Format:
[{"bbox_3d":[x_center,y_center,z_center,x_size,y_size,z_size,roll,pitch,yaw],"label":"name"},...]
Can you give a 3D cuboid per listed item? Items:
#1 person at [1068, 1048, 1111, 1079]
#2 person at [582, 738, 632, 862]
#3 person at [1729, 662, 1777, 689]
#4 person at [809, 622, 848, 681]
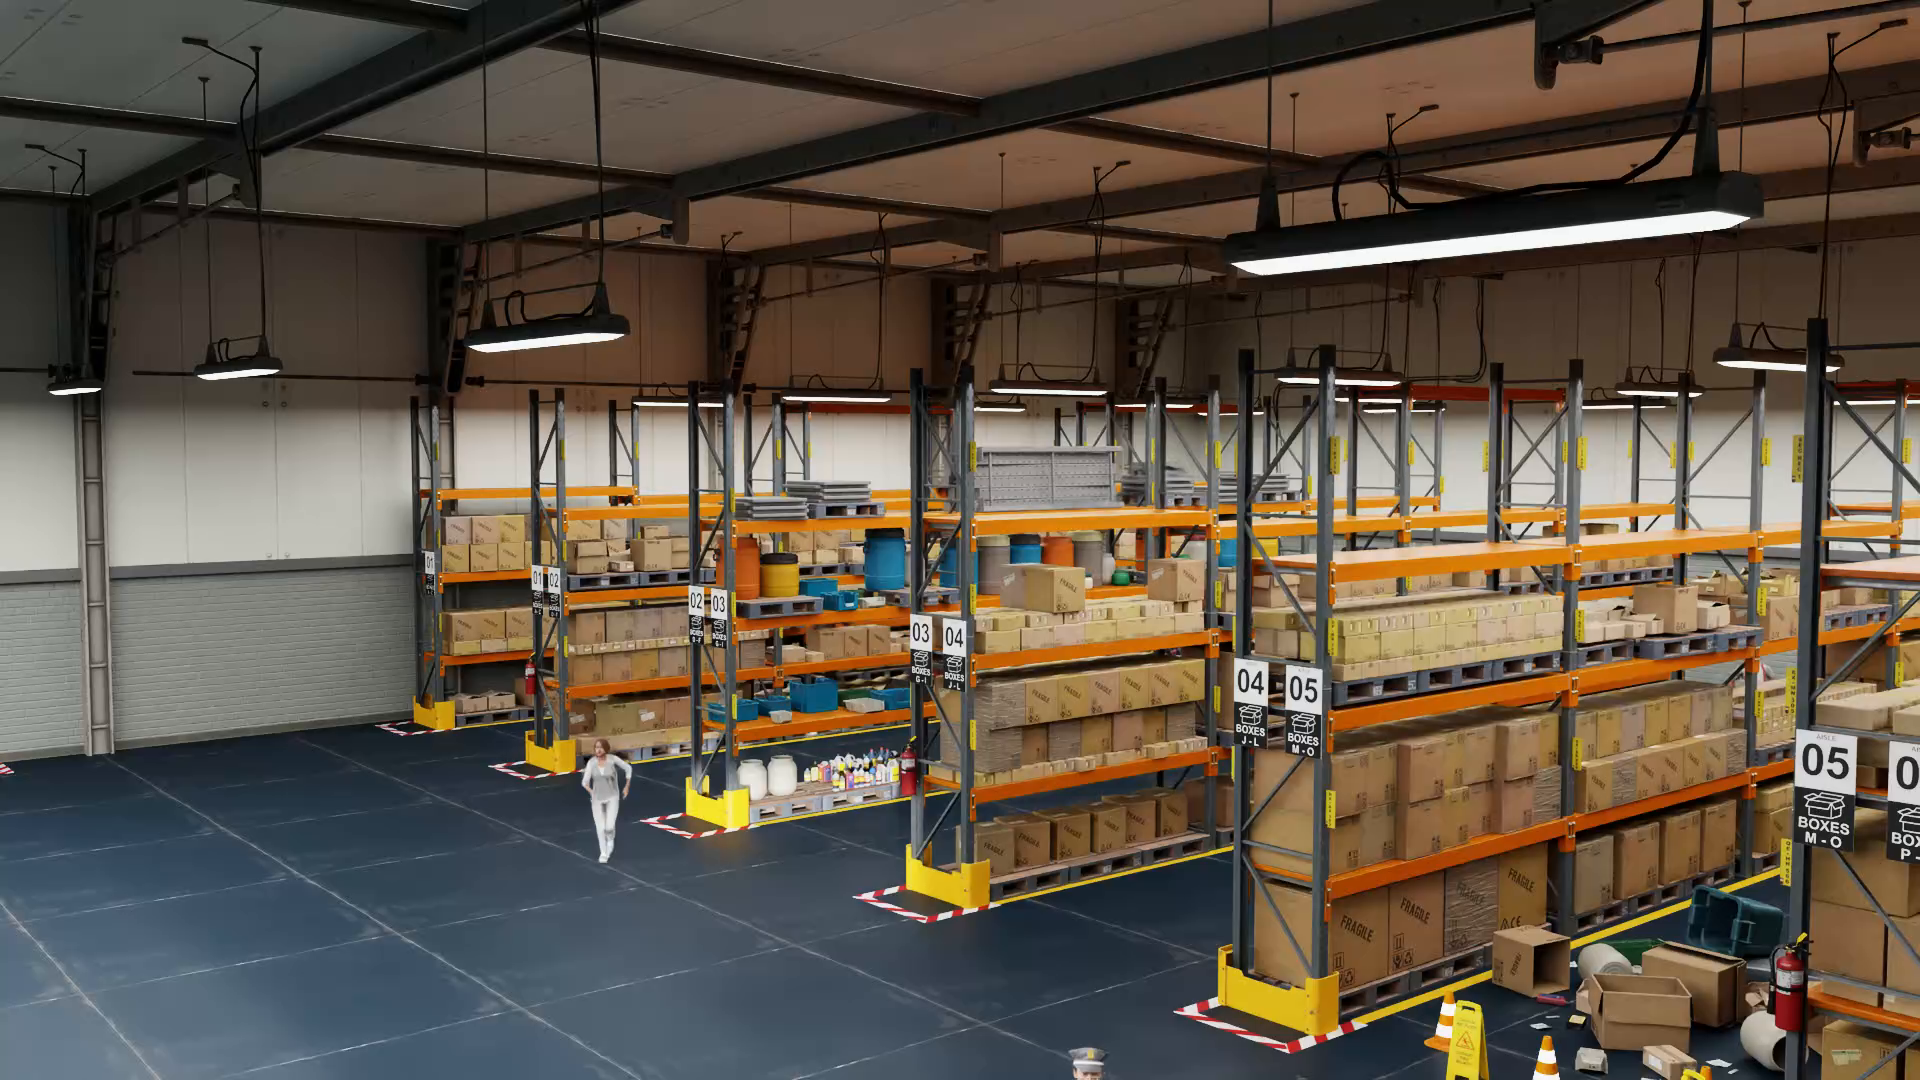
[{"bbox_3d":[0.738,3.762,9.810,0.642,1.682,0.827,0,3,0],"label":"person"},{"bbox_3d":[-4.315,3.186,20.266,0.569,1.553,0.679,0,3,-1],"label":"person"},{"bbox_3d":[13.222,2.666,27.669,0.715,1.778,0.657,1,3,11],"label":"person"},{"bbox_3d":[-2.634,2.103,32.672,0.685,1.884,0.764,3,4,41],"label":"person"}]
